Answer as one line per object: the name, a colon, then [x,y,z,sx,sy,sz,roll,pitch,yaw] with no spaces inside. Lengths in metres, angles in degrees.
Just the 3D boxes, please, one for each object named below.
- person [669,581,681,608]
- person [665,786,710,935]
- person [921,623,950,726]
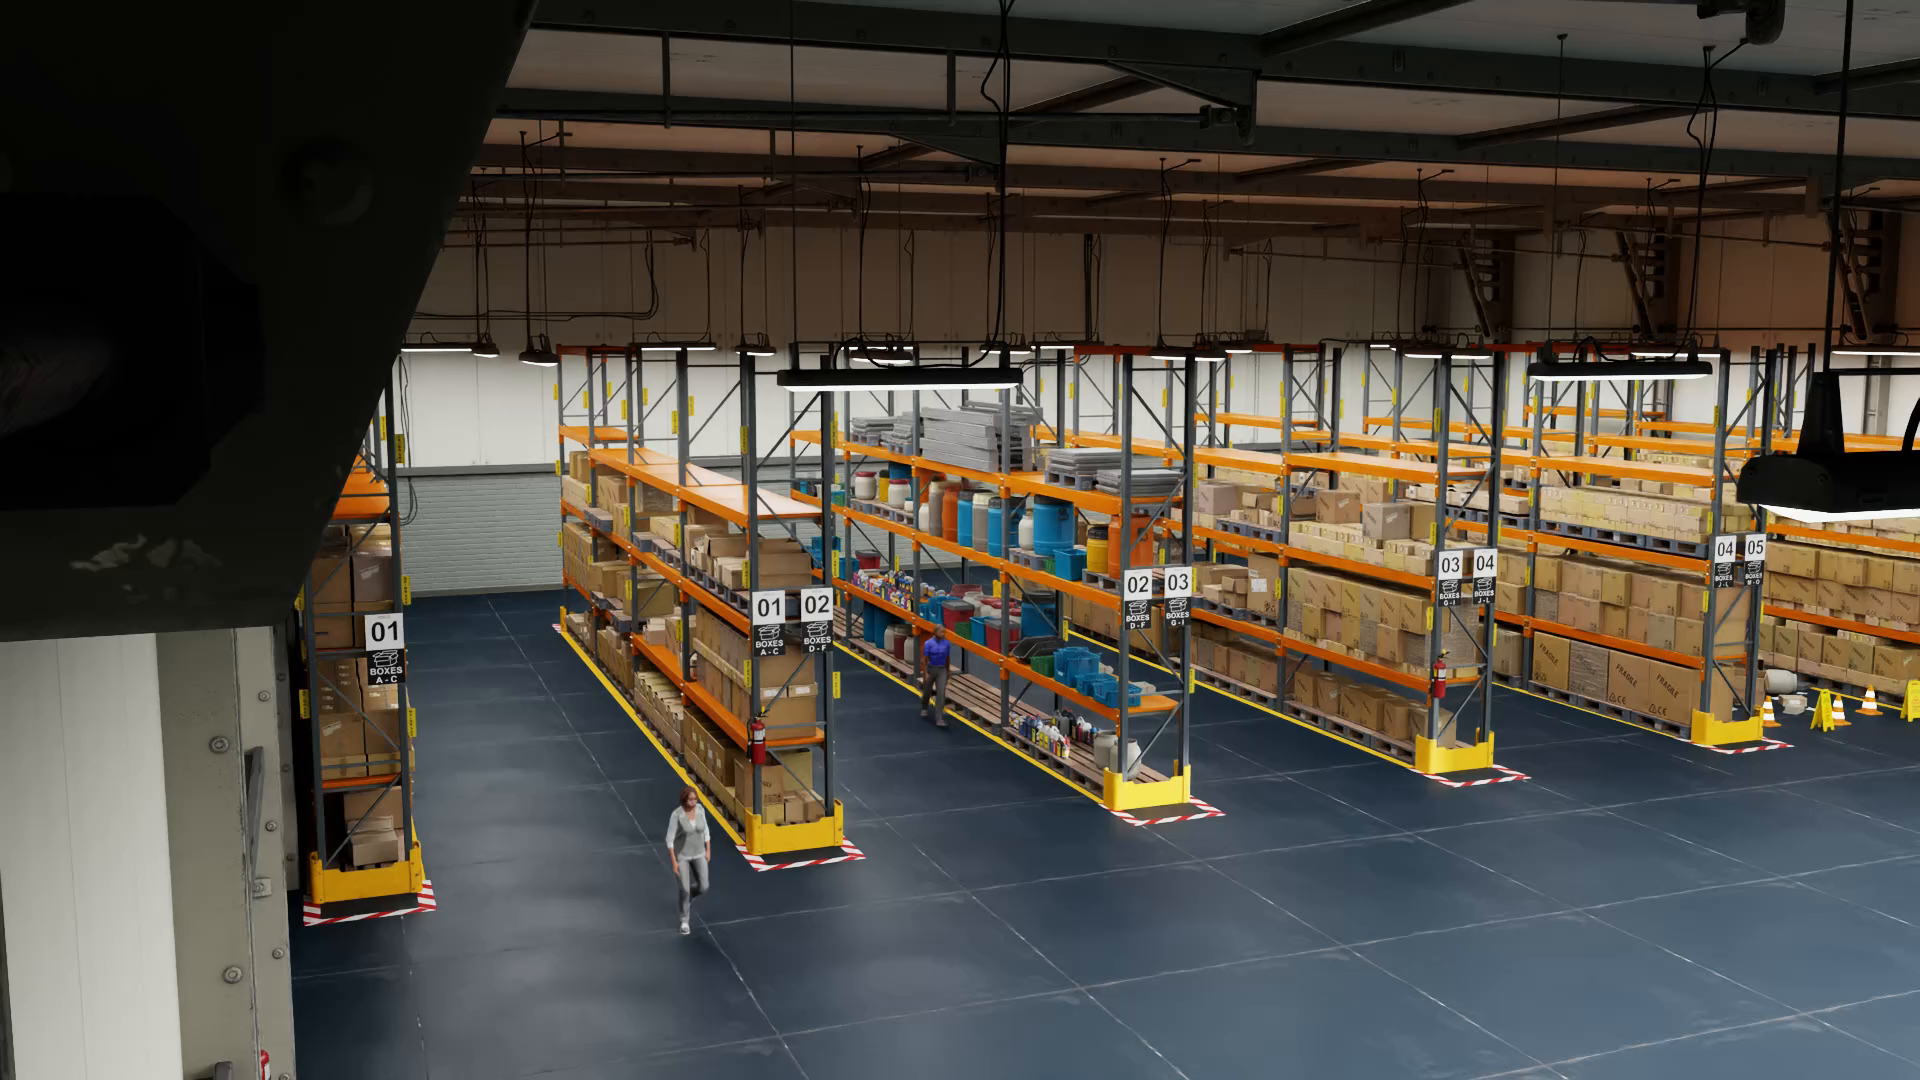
person: [-6.218,0.831,36.749,0.633,1.622,1.115,-4,8,-26]
person: [-2.891,3.342,17.572,0.501,1.582,0.475,-4,8,-30]
person: [-0.372,2.141,26.735,0.526,1.611,0.934,-3,8,-20]
